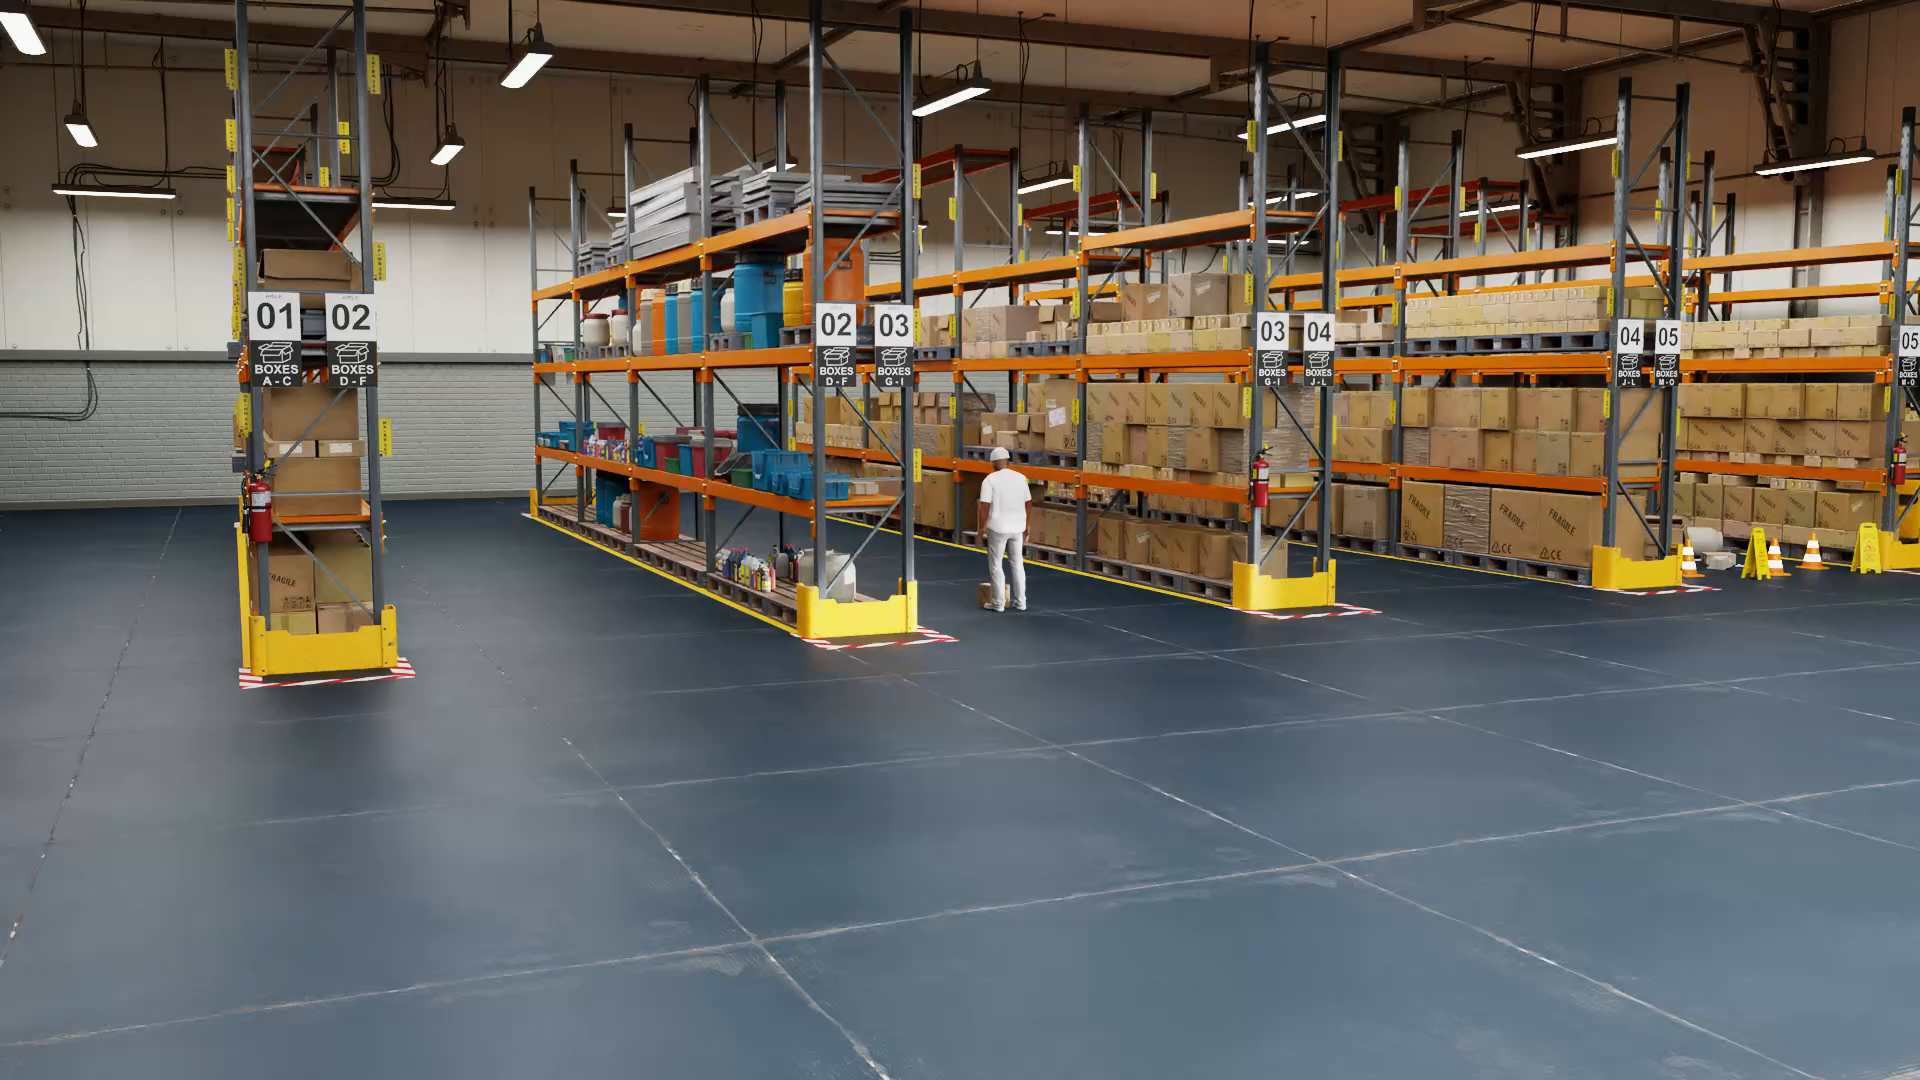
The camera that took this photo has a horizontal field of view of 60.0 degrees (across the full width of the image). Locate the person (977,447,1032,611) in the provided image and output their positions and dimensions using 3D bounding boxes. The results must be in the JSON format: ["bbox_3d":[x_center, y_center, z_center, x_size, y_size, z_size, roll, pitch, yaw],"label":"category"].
[{"bbox_3d":[0.478,-0.122,17.974,0.631,1.760,0.463,-2,6,-24],"label":"person"}]
